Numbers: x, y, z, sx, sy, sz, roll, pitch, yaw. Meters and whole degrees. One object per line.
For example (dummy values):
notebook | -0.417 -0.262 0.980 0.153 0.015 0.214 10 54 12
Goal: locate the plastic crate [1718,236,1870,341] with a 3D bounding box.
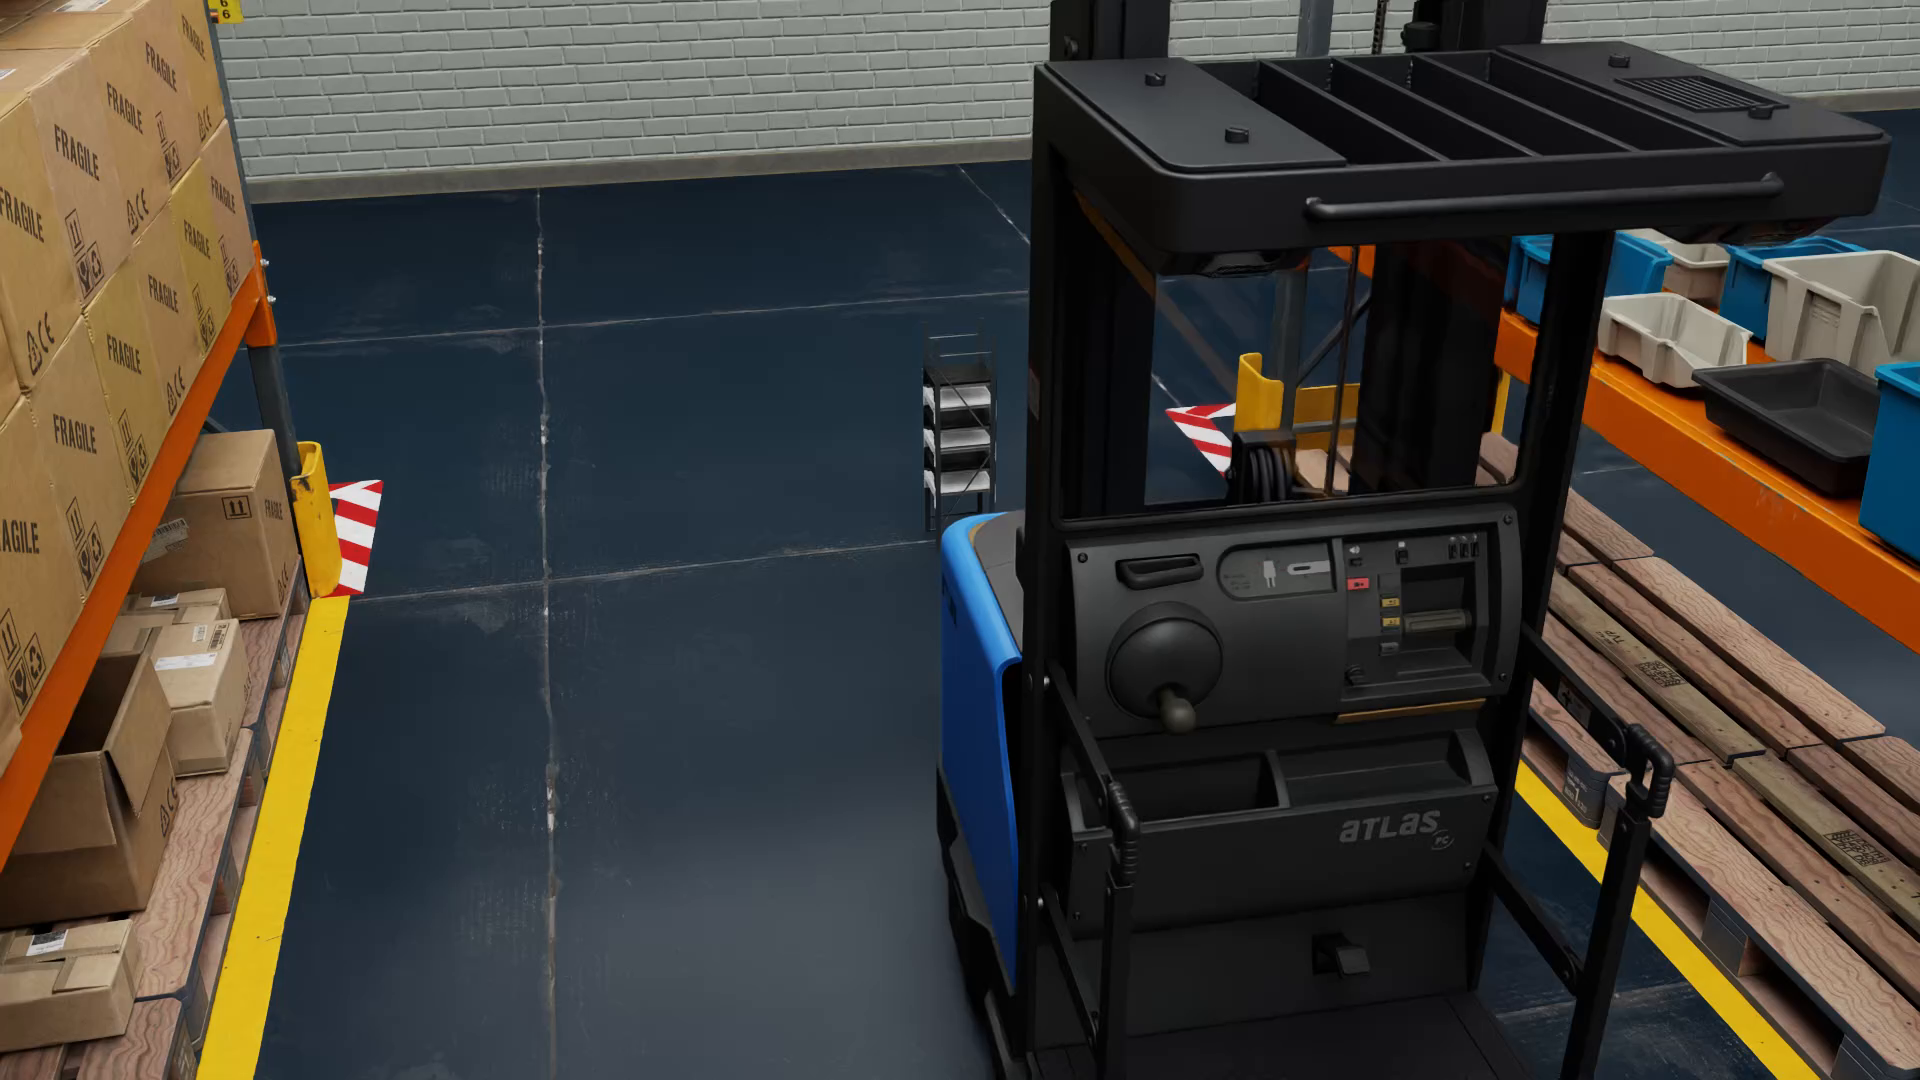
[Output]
plastic crate | 2.536 -0.754 5.033 0.416 0.233 0.300 -6 27 -12

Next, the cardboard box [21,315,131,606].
cardboard box | -2.180 -0.160 3.627 0.500 0.500 0.500 -6 27 -12

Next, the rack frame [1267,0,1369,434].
rack frame | 1.823 -1.677 6.744 1.000 3.000 0.127 -6 27 -12

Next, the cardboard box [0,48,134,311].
cardboard box | -2.283 -0.825 3.835 0.500 0.500 0.500 -5 27 -10

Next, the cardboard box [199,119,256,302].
cardboard box | -2.637 -1.051 5.393 0.500 0.500 0.500 -5 27 -10

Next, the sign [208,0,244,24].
sign | -2.458 -1.881 5.513 0.100 0.325 0.005 -6 27 -12

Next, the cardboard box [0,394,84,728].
cardboard box | -2.070 0.060 3.192 0.500 0.500 0.500 -5 27 -11

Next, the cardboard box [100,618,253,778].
cardboard box | -2.456 0.489 5.015 0.500 0.250 0.500 -6 27 -12

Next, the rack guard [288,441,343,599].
rack guard | -2.986 -0.026 6.248 1.175 0.500 0.348 -6 27 -12

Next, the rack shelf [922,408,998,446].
rack shelf | -0.002 -0.456 6.529 0.258 0.077 0.200 -6 27 -12

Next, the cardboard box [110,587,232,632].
cardboard box | -2.637 0.293 5.496 0.380 0.166 0.250 -6 27 -12

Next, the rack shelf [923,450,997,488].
rack shelf | -0.002 -0.295 6.610 0.258 0.077 0.200 -6 27 -12

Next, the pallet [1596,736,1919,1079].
pallet | 2.521 1.005 4.525 1.003 0.211 1.213 -6 27 -12

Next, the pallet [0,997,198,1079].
pallet | -2.256 1.524 3.497 1.003 0.211 1.213 -6 27 -12

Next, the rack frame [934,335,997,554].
rack frame | 0.021 -0.361 6.466 0.240 0.900 0.006 -6 27 -12

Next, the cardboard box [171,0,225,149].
cardboard box | -2.635 -1.499 5.171 0.500 0.500 0.500 -6 27 -12

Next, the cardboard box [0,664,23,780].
cardboard box | -1.951 0.284 2.747 0.500 0.500 0.500 -5 27 -10

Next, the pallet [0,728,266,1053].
pallet | -2.534 0.987 4.560 1.003 0.211 1.213 -6 27 -12

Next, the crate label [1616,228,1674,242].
crate label | 2.321 -0.998 5.624 0.396 0.136 0.243 -6 27 -12

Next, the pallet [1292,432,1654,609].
pallet | 1.971 -0.066 6.647 1.003 0.211 1.213 -6 27 -12

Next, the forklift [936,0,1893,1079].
forklift | 0.715 0.196 3.110 1.130 2.935 3.031 -5 27 -10

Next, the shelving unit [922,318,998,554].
shelving unit | -0.002 -0.405 6.554 0.258 0.900 0.210 -6 27 -12

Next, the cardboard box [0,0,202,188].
cardboard box | -2.520 -1.278 4.732 0.500 0.500 0.500 -5 27 -10

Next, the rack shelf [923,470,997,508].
rack shelf | -0.002 -0.215 6.650 0.258 0.077 0.200 -6 27 -12

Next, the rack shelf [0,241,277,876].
rack shelf | -2.553 0.023 4.173 1.077 0.370 4.000 -6 27 -12

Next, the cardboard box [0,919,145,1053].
cardboard box | -2.190 1.064 3.970 0.380 0.166 0.250 -6 27 -12

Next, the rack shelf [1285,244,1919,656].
rack shelf | 2.274 -0.478 5.166 1.077 0.370 4.000 -6 27 -12

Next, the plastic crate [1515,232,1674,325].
plastic crate | 1.923 -0.778 5.081 0.416 0.233 0.300 -6 27 -12

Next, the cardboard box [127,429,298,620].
cardboard box | -2.641 -0.043 5.791 0.500 0.500 0.500 -6 27 -12

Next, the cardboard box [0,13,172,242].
cardboard box | -2.399 -1.050 4.282 0.500 0.500 0.500 -5 27 -10

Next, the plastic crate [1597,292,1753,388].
plastic crate | 2.040 -0.564 4.765 0.293 0.136 0.466 -6 27 -12

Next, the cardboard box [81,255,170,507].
cardboard box | -2.296 -0.383 4.069 0.500 0.500 0.500 -6 27 -12

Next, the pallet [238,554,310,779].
pallet | -2.806 0.453 5.620 1.003 0.211 1.213 -6 27 -12

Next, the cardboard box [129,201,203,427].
cardboard box | -2.410 -0.604 4.508 0.500 0.500 0.500 -6 27 -11

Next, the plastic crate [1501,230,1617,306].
plastic crate | 1.855 -0.909 5.342 0.416 0.233 0.300 -6 27 -12

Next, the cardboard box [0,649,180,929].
cardboard box | -2.530 0.674 4.368 0.797 0.503 0.637 -6 27 -12

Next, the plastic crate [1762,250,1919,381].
plastic crate | 2.560 -0.584 4.643 0.437 0.282 0.530 -6 27 -12

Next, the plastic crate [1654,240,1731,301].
plastic crate | 2.406 -0.870 5.371 0.298 0.136 0.250 -6 27 -12

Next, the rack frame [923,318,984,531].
rack frame | -0.025 -0.450 6.643 0.240 0.900 0.006 -6 27 -12

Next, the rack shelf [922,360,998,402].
rack shelf | -0.002 -0.617 6.448 0.258 0.077 0.200 -6 27 -12

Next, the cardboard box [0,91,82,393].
cardboard box | -2.166 -0.598 3.386 0.500 0.500 0.500 -7 28 -13

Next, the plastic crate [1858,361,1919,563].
plastic crate | 2.287 -0.111 3.592 0.392 0.384 0.575 -6 27 -12

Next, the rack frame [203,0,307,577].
rack frame | -3.003 -1.176 5.750 1.000 3.000 0.127 -6 27 -12

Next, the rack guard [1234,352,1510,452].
rack guard | 1.805 -0.570 7.325 1.175 0.500 0.348 -6 27 -12

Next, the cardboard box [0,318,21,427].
cardboard box | -2.051 -0.373 2.939 0.500 0.500 0.500 -7 28 -13

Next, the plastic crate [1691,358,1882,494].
plastic crate | 2.211 -0.289 4.233 0.437 0.125 0.590 -6 27 -12

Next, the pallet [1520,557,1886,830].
pallet | 2.243 0.468 5.588 1.003 0.211 1.213 -6 27 -12

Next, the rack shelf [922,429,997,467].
rack shelf | -0.002 -0.376 6.569 0.258 0.077 0.200 -6 27 -12

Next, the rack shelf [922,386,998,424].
rack shelf | -0.002 -0.536 6.488 0.258 0.077 0.200 -6 27 -12

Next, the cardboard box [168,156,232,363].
cardboard box | -2.517 -0.824 4.943 0.500 0.500 0.500 -6 27 -11
